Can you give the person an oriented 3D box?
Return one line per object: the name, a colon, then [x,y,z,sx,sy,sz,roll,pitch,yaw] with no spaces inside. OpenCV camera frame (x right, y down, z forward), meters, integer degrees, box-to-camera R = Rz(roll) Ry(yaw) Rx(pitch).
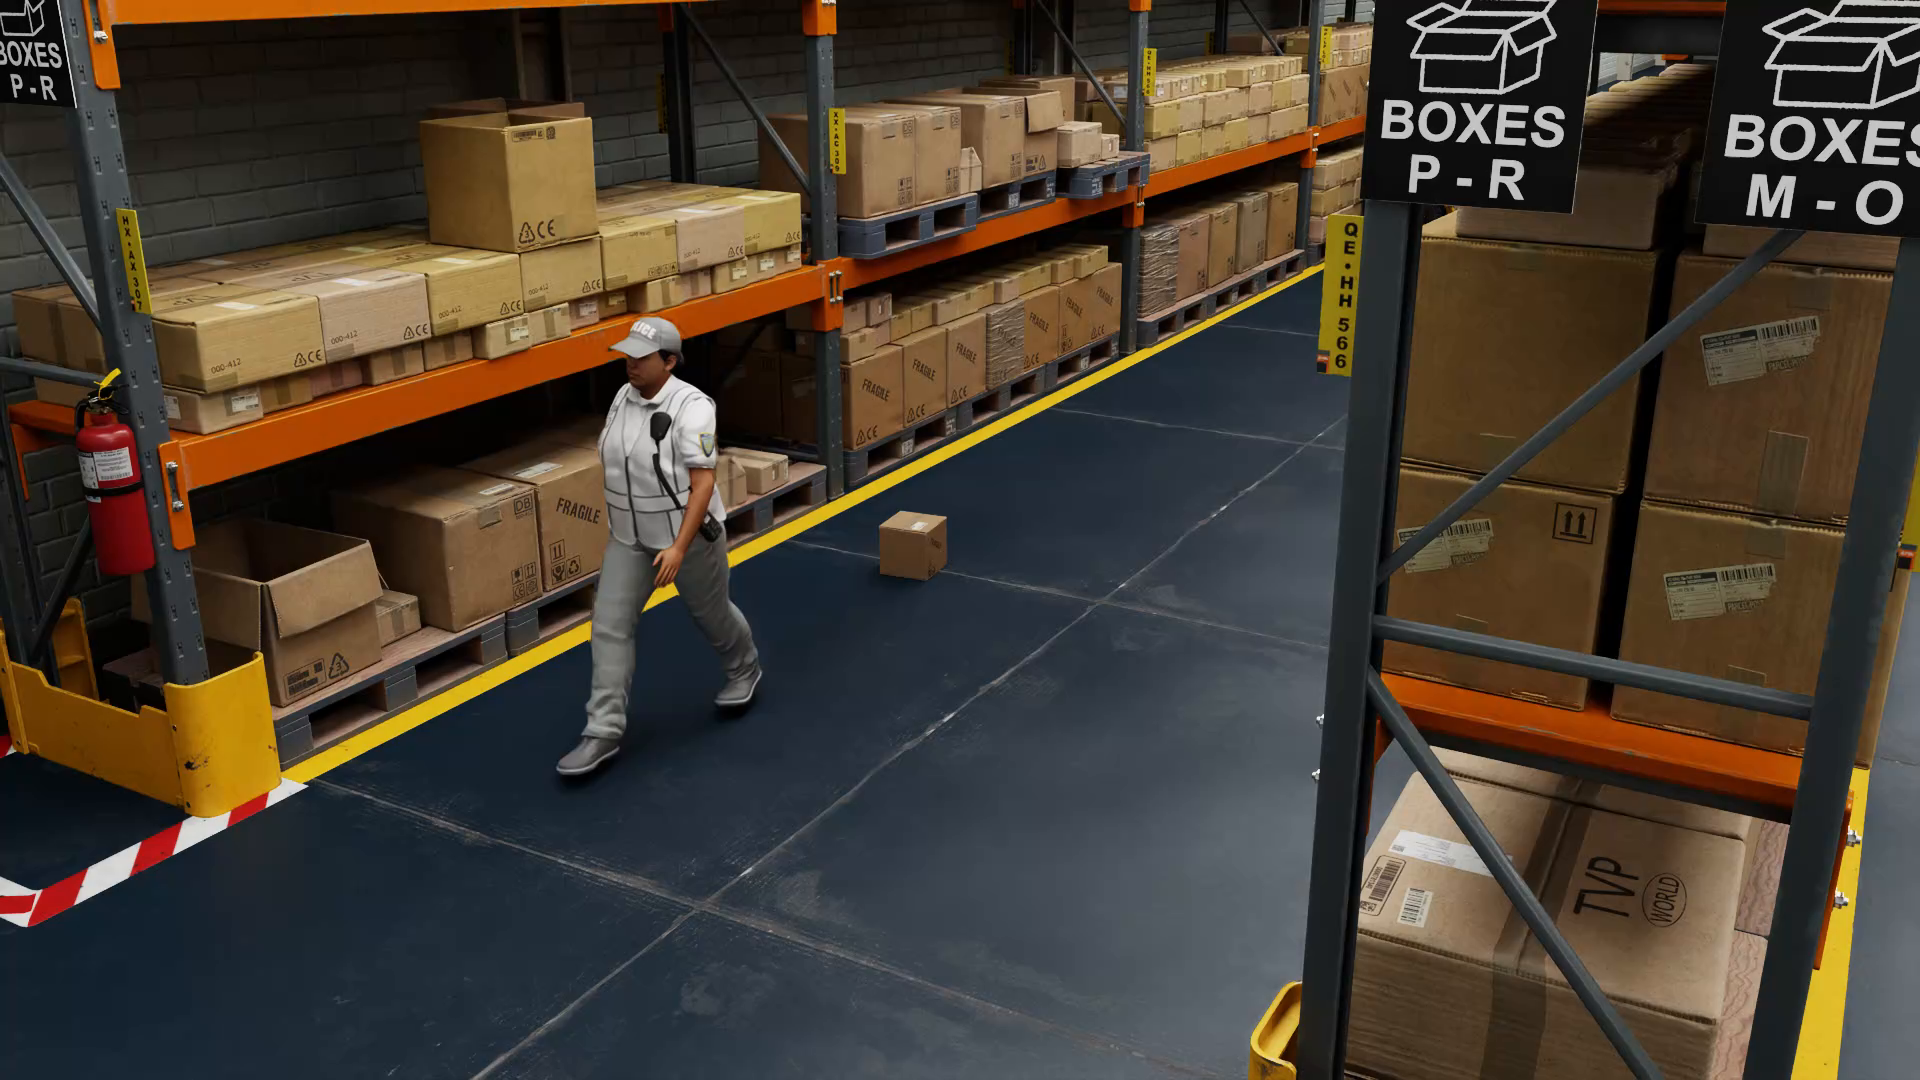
person: [-1.105,-0.017,6.085,0.490,1.600,1.017,9,22,24]
